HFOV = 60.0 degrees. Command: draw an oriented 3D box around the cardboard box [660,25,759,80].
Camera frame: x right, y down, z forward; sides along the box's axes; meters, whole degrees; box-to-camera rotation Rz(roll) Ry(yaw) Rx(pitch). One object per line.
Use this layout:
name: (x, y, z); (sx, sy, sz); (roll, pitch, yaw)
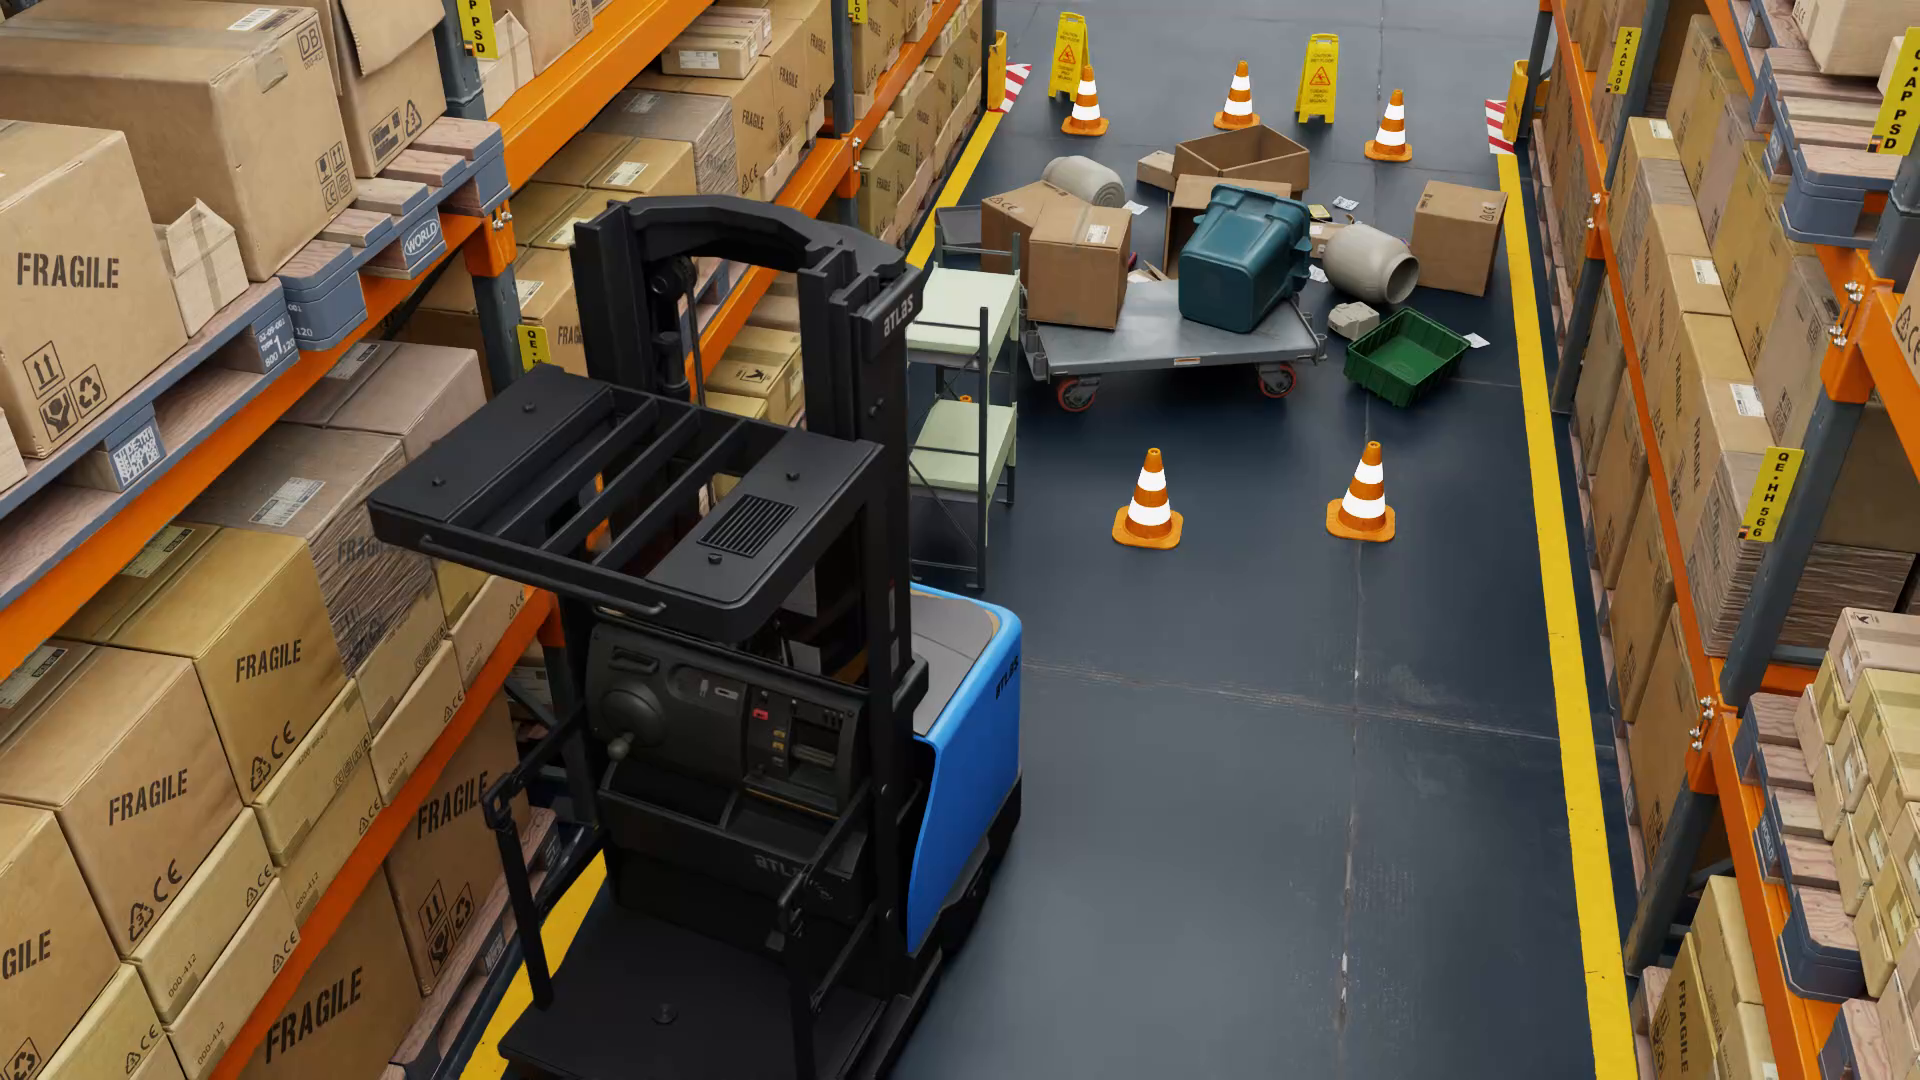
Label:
cardboard box: (-1.126, -2.195, 7.473); (0.380, 0.149, 0.250); (6, 36, 8)

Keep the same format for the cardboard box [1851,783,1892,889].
cardboard box: (2.516, 0.777, 4.224); (0.380, 0.149, 0.250); (6, 36, 9)

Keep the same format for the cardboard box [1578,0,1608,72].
cardboard box: (4.188, -3.091, 9.832); (0.875, 0.550, 0.500); (7, 37, 10)

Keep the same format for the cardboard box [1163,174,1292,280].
cardboard box: (1.683, -1.927, 10.364); (0.797, 0.637, 0.503); (7, 37, 10)

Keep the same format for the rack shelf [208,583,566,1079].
rack shelf: (-2.359, 1.280, 4.541); (1.077, 0.370, 4.000); (7, 37, 10)

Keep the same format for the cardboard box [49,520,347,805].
cardboard box: (-2.001, 0.305, 4.336); (0.500, 0.500, 0.500); (7, 37, 10)

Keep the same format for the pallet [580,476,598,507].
pallet: (-1.884, -0.502, 6.550); (1.213, 0.211, 1.003); (7, 37, 10)

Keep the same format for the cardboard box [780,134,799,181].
cardboard box: (-1.012, -1.888, 8.156); (0.380, 0.149, 0.250); (7, 36, 9)

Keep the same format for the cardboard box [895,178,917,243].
cardboard box: (-0.585, -2.119, 10.603); (0.500, 0.250, 0.500); (9, 37, 13)

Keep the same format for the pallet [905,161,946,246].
pallet: (-0.710, -2.413, 11.399); (1.003, 0.211, 1.213); (7, 37, 10)

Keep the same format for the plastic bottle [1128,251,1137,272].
plastic bottle: (1.030, -1.766, 10.634); (0.133, 0.061, 0.283); (14, 38, 18)

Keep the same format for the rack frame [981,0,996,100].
rack frame: (-0.223, -4.744, 12.240); (1.000, 3.000, 0.127); (7, 37, 10)

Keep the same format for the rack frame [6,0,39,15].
rack frame: (-5.928, -3.071, 9.931); (1.000, 3.000, 0.127); (7, 37, 10)

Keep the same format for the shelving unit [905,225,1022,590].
shelving unit: (0.001, -0.611, 7.815); (0.431, 1.500, 0.755); (7, 37, 10)

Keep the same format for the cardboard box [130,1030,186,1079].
cardboard box: (-2.201, 1.388, 3.906); (0.500, 0.250, 0.500); (7, 37, 10)

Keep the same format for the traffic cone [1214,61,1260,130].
traffic cone: (2.102, -3.364, 12.498); (0.336, 0.463, 0.334); (7, 37, 10)

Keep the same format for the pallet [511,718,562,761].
pallet: (-1.764, 0.524, 7.348); (1.003, 0.211, 1.213); (7, 37, 10)

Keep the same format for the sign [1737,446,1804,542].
sign: (2.382, -0.132, 4.889); (0.100, 0.325, 0.005); (7, 37, 10)

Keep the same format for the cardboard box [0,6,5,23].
cardboard box: (-5.783, -2.899, 9.396); (0.500, 0.250, 0.500); (7, 36, 9)

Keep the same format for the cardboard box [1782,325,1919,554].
cardboard box: (3.031, -0.297, 5.166); (0.700, 0.500, 0.500); (7, 37, 10)

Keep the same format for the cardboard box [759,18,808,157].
cardboard box: (-1.057, -2.204, 8.038); (0.500, 0.500, 0.500); (8, 37, 10)

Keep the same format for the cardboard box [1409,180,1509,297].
cardboard box: (3.109, -1.896, 10.438); (0.500, 0.500, 0.500); (14, 38, 18)

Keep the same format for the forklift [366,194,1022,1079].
forklift: (-0.816, 0.618, 4.900); (1.130, 2.935, 3.031); (15, 38, 19)

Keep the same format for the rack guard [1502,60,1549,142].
rack guard: (4.639, -3.183, 12.216); (1.175, 0.500, 0.348); (7, 37, 10)

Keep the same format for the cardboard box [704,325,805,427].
cardboard box: (-1.338, -0.843, 8.739); (0.950, 0.372, 0.625); (10, 37, 13)

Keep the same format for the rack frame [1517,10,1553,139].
rack frame: (4.634, -4.182, 11.463); (1.000, 3.000, 0.127); (7, 37, 10)

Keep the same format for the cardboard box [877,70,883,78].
cardboard box: (-0.667, -2.797, 9.767); (0.380, 0.149, 0.250); (7, 37, 10)

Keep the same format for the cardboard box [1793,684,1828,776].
cardboard box: (2.632, 0.568, 4.767); (0.380, 0.149, 0.250); (7, 36, 9)

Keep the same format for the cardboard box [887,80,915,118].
cardboard box: (-0.495, -2.737, 10.264); (0.380, 0.149, 0.250); (9, 37, 12)

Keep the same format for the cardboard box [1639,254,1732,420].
cardboard box: (3.079, -0.794, 6.705); (0.500, 0.500, 0.500); (8, 37, 11)

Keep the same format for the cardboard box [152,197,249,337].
cardboard box: (-1.884, -0.654, 3.798); (0.396, 0.266, 0.258); (6, 36, 9)

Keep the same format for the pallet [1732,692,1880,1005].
pallet: (2.877, 0.904, 4.610); (1.213, 0.211, 1.003); (7, 37, 10)

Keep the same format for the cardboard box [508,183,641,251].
cardboard box: (-1.506, -1.017, 6.401); (0.500, 0.500, 0.500); (9, 37, 12)

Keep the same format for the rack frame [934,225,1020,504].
rack frame: (0.080, -0.821, 8.105); (0.400, 1.500, 0.023); (7, 37, 10)

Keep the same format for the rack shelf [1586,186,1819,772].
rack shelf: (3.352, -0.450, 6.929); (1.077, 0.370, 4.000); (7, 37, 10)

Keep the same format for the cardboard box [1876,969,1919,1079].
cardboard box: (2.407, 1.184, 3.916); (0.380, 0.149, 0.250); (8, 37, 11)

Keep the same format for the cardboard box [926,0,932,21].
cardboard box: (-0.388, -3.370, 10.557); (0.380, 0.149, 0.250); (7, 37, 10)

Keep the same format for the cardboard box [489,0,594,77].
cardboard box: (-1.720, -1.955, 5.750); (0.700, 0.500, 0.500); (7, 37, 10)

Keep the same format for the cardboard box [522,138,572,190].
cardboard box: (-1.900, -1.371, 6.890); (0.500, 0.500, 0.500); (5, 36, 7)

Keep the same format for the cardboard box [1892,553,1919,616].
cardboard box: (3.285, 0.141, 5.414); (0.500, 0.500, 0.500); (8, 37, 10)

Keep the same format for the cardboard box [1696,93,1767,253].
cardboard box: (3.463, -1.463, 6.776); (0.700, 0.500, 0.500); (8, 37, 10)

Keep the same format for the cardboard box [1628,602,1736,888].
cardboard box: (3.143, 0.808, 6.138); (1.050, 0.750, 0.750); (7, 36, 9)

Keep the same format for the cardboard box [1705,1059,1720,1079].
cardboard box: (2.421, 1.909, 4.832); (0.500, 0.500, 0.500); (8, 37, 11)

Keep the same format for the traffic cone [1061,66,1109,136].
traffic cone: (0.945, -3.309, 12.421); (0.336, 0.463, 0.334); (7, 37, 10)

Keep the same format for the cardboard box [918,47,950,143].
cardboard box: (-0.363, -3.024, 11.213); (0.500, 0.500, 0.500); (6, 36, 9)

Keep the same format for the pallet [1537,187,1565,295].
pallet: (4.277, -1.887, 10.674); (1.003, 0.211, 1.213); (7, 37, 10)

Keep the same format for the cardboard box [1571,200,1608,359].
cardboard box: (3.982, -1.550, 9.285); (0.875, 0.875, 0.875); (8, 37, 11)

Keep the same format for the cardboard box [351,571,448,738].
cardboard box: (-1.893, 0.305, 4.976); (0.500, 0.250, 0.500); (6, 36, 9)

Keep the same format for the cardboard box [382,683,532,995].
cardboard box: (-2.161, 0.918, 5.880); (0.875, 0.875, 0.875); (7, 37, 10)

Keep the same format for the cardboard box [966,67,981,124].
cardboard box: (-0.138, -3.290, 12.218); (0.500, 0.250, 0.500); (7, 37, 10)

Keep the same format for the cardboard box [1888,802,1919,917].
cardboard box: (2.469, 0.783, 3.964); (0.380, 0.149, 0.250); (6, 36, 8)

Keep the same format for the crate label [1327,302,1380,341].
crate label: (2.357, -1.313, 9.946); (0.298, 0.136, 0.250); (-17, 39, -22)

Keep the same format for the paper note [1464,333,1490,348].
paper note: (3.039, -1.185, 9.859); (0.147, 0.020, 0.142); (-17, 39, -22)

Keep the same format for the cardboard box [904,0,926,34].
cardboard box: (-0.507, -3.406, 10.055); (0.500, 0.500, 0.500); (7, 37, 10)

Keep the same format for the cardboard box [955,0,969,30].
cardboard box: (-0.153, -3.656, 11.532); (0.380, 0.149, 0.250); (8, 37, 11)

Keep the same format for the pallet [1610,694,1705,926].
pallet: (3.167, 1.091, 6.564); (1.003, 0.211, 1.213); (7, 37, 10)

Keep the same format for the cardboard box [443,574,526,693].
cardboard box: (-1.787, 0.226, 5.511); (0.500, 0.250, 0.500); (6, 36, 8)
